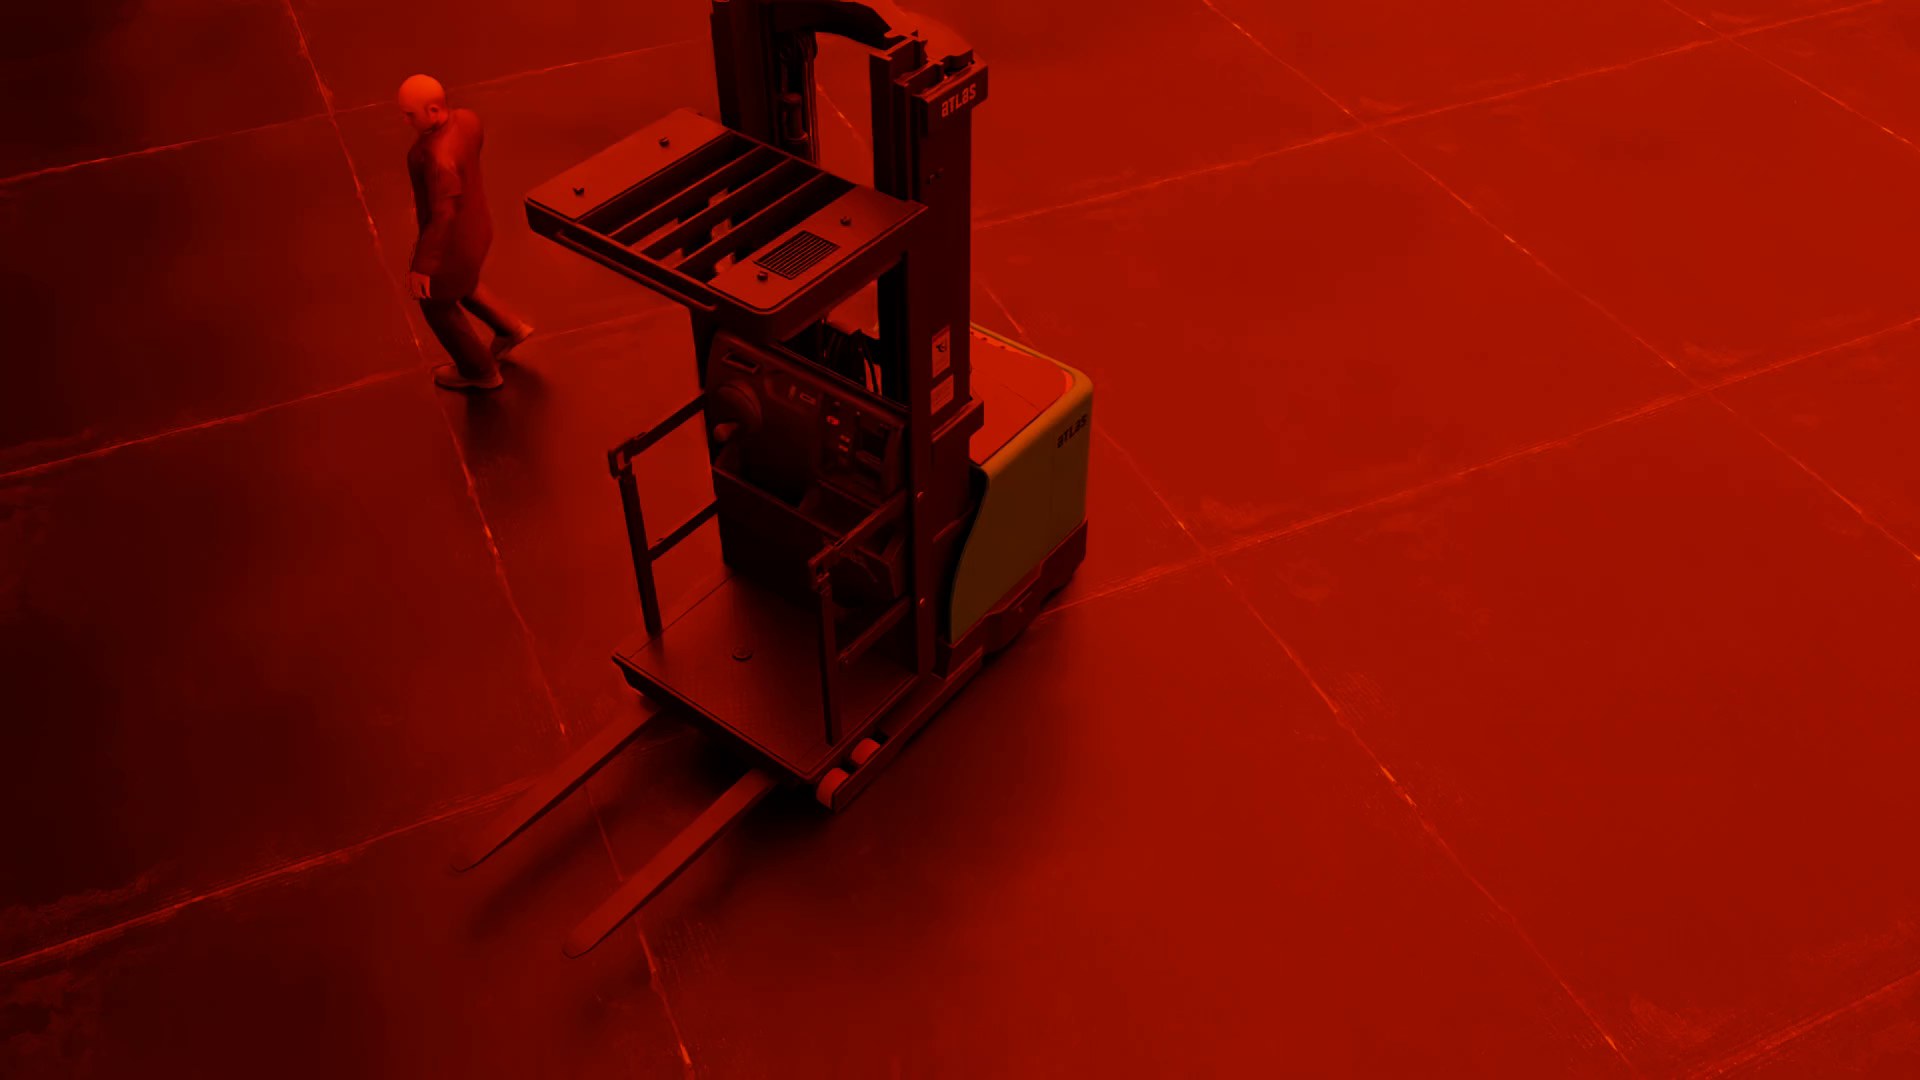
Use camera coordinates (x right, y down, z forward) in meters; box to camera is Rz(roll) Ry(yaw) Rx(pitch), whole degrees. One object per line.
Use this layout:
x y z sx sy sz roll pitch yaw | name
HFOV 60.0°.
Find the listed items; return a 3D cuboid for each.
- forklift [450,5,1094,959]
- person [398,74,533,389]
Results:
-0.718 -0.353 6.106 1.129 2.867 3.031 28 50 26 | forklift
-2.517 -1.450 8.114 0.508 1.749 0.796 8 44 9 | person
